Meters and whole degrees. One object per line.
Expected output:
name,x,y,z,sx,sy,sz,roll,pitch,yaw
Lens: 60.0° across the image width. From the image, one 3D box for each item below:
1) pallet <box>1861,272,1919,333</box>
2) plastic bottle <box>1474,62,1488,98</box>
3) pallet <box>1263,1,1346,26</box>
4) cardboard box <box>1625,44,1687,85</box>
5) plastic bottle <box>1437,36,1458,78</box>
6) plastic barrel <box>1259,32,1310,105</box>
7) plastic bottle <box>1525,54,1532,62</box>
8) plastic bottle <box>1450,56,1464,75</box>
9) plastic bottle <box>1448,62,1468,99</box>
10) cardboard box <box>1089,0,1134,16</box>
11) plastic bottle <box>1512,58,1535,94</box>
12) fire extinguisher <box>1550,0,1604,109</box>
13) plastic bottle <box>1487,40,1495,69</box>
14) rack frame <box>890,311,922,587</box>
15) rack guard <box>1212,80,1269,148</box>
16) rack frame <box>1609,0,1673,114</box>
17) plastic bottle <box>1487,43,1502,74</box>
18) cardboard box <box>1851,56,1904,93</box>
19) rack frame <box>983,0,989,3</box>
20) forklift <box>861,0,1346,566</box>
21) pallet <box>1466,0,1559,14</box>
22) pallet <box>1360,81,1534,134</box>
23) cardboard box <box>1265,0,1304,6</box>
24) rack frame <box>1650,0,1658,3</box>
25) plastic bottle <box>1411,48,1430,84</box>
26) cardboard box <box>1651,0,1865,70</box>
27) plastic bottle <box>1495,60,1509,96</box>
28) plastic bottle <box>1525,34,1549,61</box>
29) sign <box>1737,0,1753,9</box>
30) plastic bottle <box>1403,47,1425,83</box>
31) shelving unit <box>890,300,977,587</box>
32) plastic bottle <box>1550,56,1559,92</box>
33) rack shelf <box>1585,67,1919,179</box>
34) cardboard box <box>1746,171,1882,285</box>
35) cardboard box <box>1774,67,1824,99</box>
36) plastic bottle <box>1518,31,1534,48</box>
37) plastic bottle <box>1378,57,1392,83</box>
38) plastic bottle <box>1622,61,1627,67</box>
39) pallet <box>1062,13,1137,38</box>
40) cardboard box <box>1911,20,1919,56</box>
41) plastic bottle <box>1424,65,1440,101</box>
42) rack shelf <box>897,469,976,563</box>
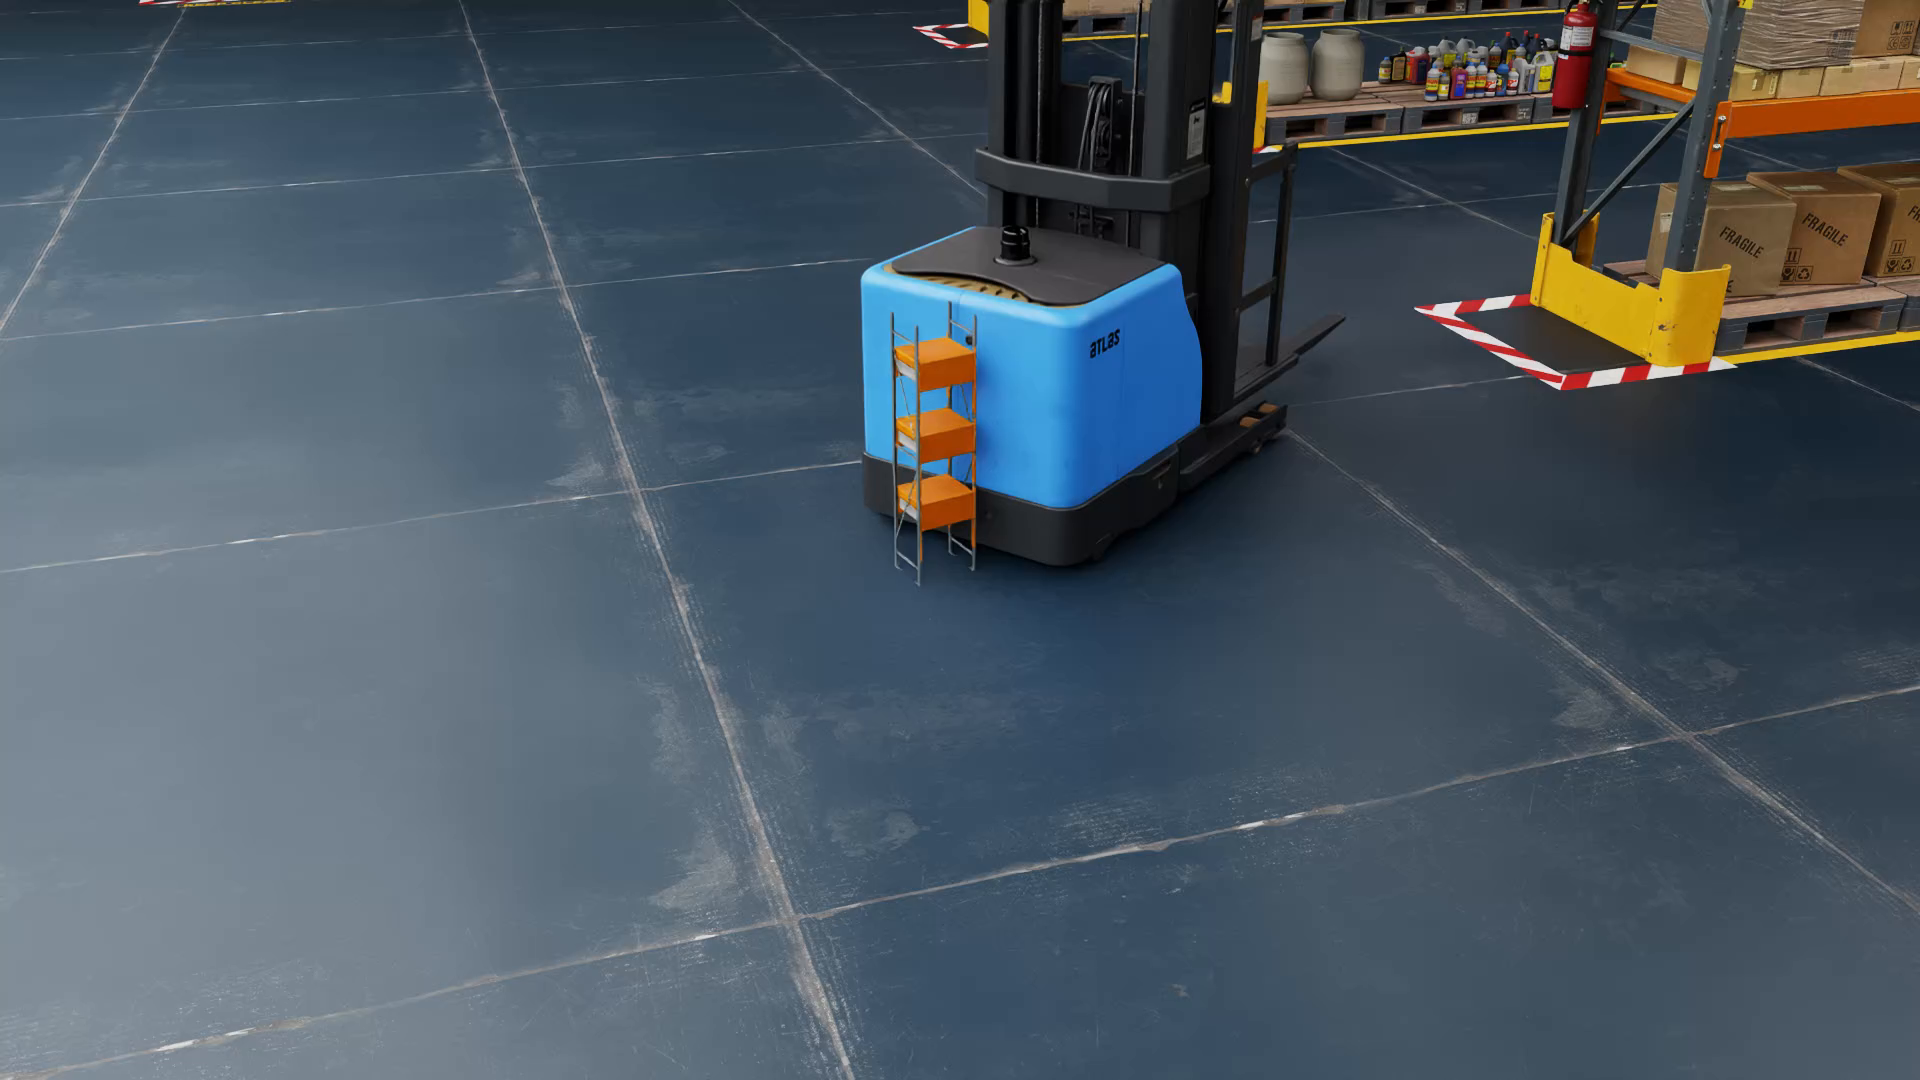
pallet,5.519,-1.507,9.549,1.213,0.211,1.003,-8,28,-16
plastic bottle,4.213,-3.731,13.465,0.097,0.271,0.097,0,26,0
pallet,3.475,-5.882,18.360,1.213,0.211,1.003,-8,28,-16
cardboard box,3.712,-2.497,8.688,0.250,0.149,0.380,-8,28,-16
plastic bottle,4.118,-4.092,14.104,0.185,0.351,0.144,-7,27,-14
plastic barrel,2.573,-3.774,13.303,0.421,0.512,0.421,0,26,0
plastic bottle,4.706,-3.866,13.725,0.133,0.283,0.061,-8,28,-16
plastic bottle,4.197,-3.980,14.047,0.097,0.201,0.097,0,26,0
plastic bottle,4.012,-3.699,13.387,0.133,0.283,0.061,-8,27,-15
cardboard box,1.494,-5.678,17.435,0.500,0.250,0.500,-8,28,-16
plastic bottle,4.606,-3.803,13.605,0.135,0.276,0.152,-8,27,-15
fire extinguisher,3.253,-2.627,8.756,0.183,0.674,0.296,-8,28,-16
plastic bottle,4.529,-4.141,14.278,0.133,0.283,0.061,-7,27,-14
rack frame,-0.201,-0.327,6.227,0.008,1.050,0.200,-15,30,-27
rack guard,2.029,-3.488,13.213,0.348,0.500,1.175,-8,28,-16
rack frame,5.775,-5.128,13.705,0.127,3.000,1.000,-8,28,-16
plastic bottle,4.571,-4.105,14.219,0.097,0.271,0.097,0,26,0
cardboard box,4.567,-2.406,8.506,0.250,0.149,0.380,-8,28,-16
rack frame,0.441,-6.672,16.815,0.127,3.000,1.000,-8,28,-16
forklift,0.855,-1.814,7.108,1.130,2.935,3.031,17,31,31
pallet,6.095,-6.261,19.124,1.213,0.211,1.003,-8,28,-16
pallet,3.961,-3.634,13.833,1.213,0.211,1.003,-8,28,-16
cardboard box,3.392,-5.958,17.998,0.500,0.250,0.500,-8,28,-16
rack frame,8.048,-7.773,19.034,0.127,3.000,1.000,-8,28,-16
plastic bottle,3.863,-3.974,13.941,0.133,0.283,0.061,-8,28,-16
cardboard box,4.036,-2.725,8.418,0.500,0.500,0.875,-8,28,-16
plastic bottle,4.405,-3.759,13.521,0.097,0.271,0.097,0,26,0
plastic bottle,4.923,-4.142,14.203,0.185,0.351,0.144,-8,28,-16
sign,3.673,-2.641,7.723,0.005,0.325,0.100,-8,28,-16
plastic bottle,3.830,-4.015,14.033,0.135,0.276,0.152,-8,28,-16
shelving unit,-0.097,-0.354,6.283,0.252,1.050,0.215,-15,30,-27
plastic bottle,4.927,-3.831,13.654,0.133,0.283,0.061,-6,27,-13
rack shelf,5.407,-2.436,9.092,4.000,0.370,1.077,-8,28,-16
cardboard box,4.662,-1.727,9.194,0.500,0.500,0.500,-1,26,-3
cardboard box,4.093,-2.335,8.362,0.250,0.149,0.380,-8,28,-16
plastic bottle,4.878,-4.203,14.326,0.185,0.351,0.144,-7,27,-15
plastic bottle,3.582,-3.959,14.003,0.097,0.201,0.097,0,26,0
plastic bottle,5.526,-3.890,13.864,0.097,0.201,0.097,0,26,0
pallet,1.155,-5.546,17.683,1.213,0.211,1.003,-8,28,-16
cardboard box,4.963,-2.895,8.761,0.500,0.500,0.875,-8,28,-16
plastic bottle,3.792,-3.670,13.342,0.097,0.271,0.097,0,26,0
rack shelf,-0.097,-0.096,6.412,0.240,0.259,0.215,-15,30,-27
